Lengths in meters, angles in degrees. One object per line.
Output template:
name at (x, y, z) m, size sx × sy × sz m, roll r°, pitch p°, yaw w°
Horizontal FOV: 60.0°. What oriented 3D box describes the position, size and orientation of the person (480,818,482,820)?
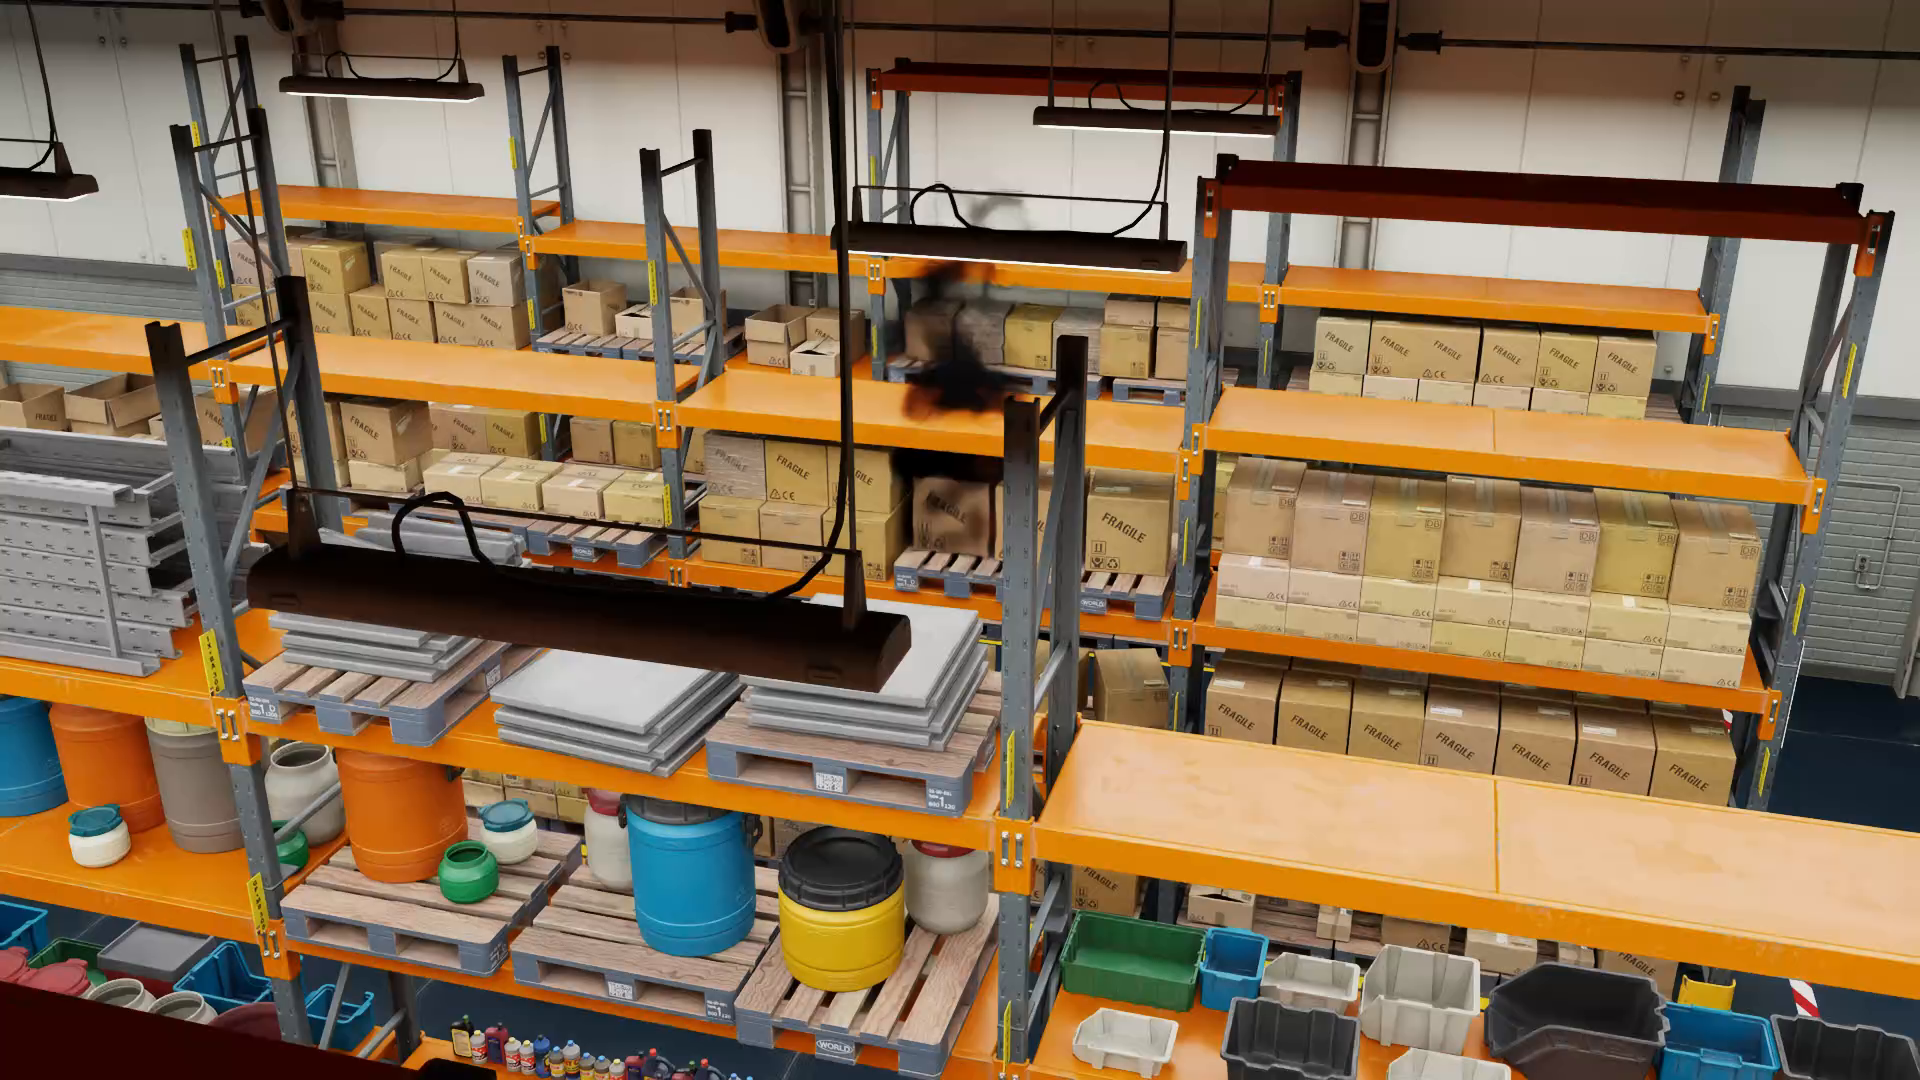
person at (-3.343, 2.658, 12.282) m, size 0.586 × 1.602 × 0.574 m, roll 4°, pitch 23°, yaw 10°
